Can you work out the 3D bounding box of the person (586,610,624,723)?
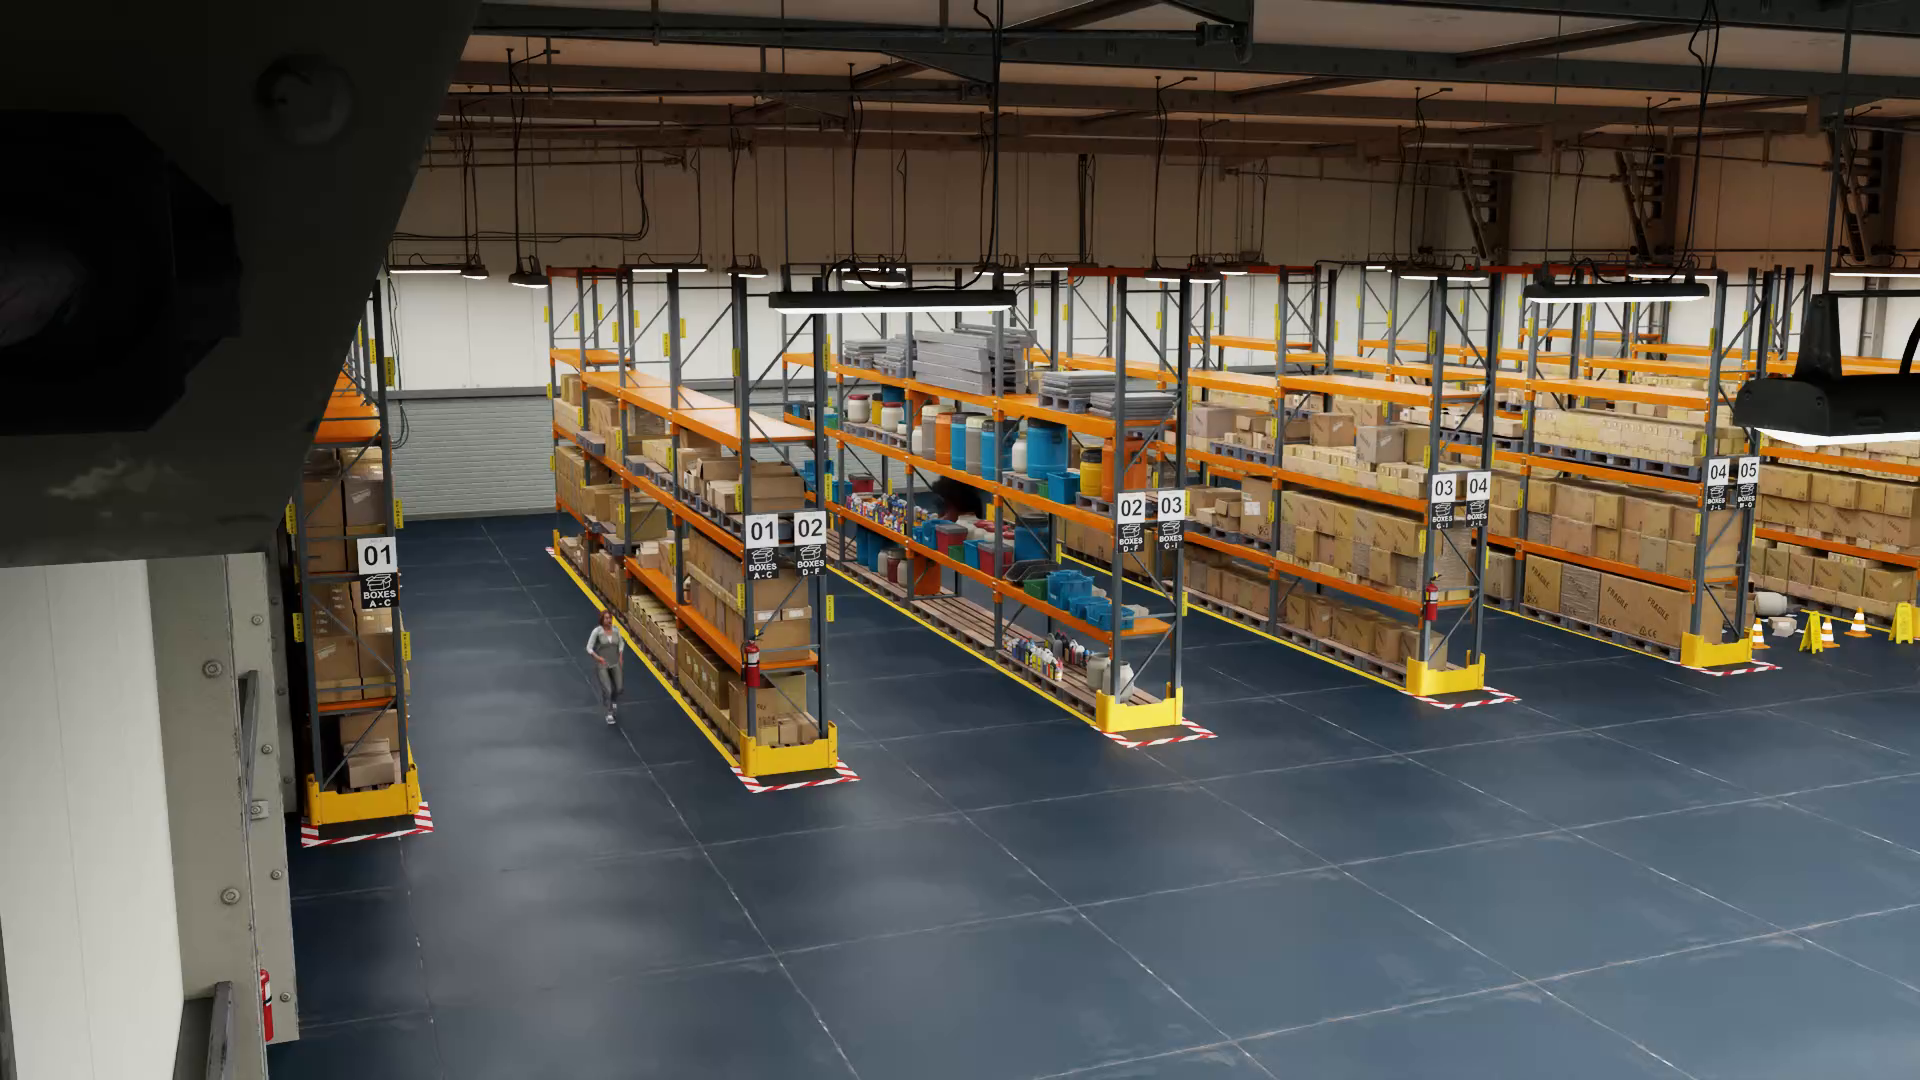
[{"bbox_3d":[-4.745,1.751,22.394,0.543,1.474,0.530,-5,11,-28],"label":"person"}]
